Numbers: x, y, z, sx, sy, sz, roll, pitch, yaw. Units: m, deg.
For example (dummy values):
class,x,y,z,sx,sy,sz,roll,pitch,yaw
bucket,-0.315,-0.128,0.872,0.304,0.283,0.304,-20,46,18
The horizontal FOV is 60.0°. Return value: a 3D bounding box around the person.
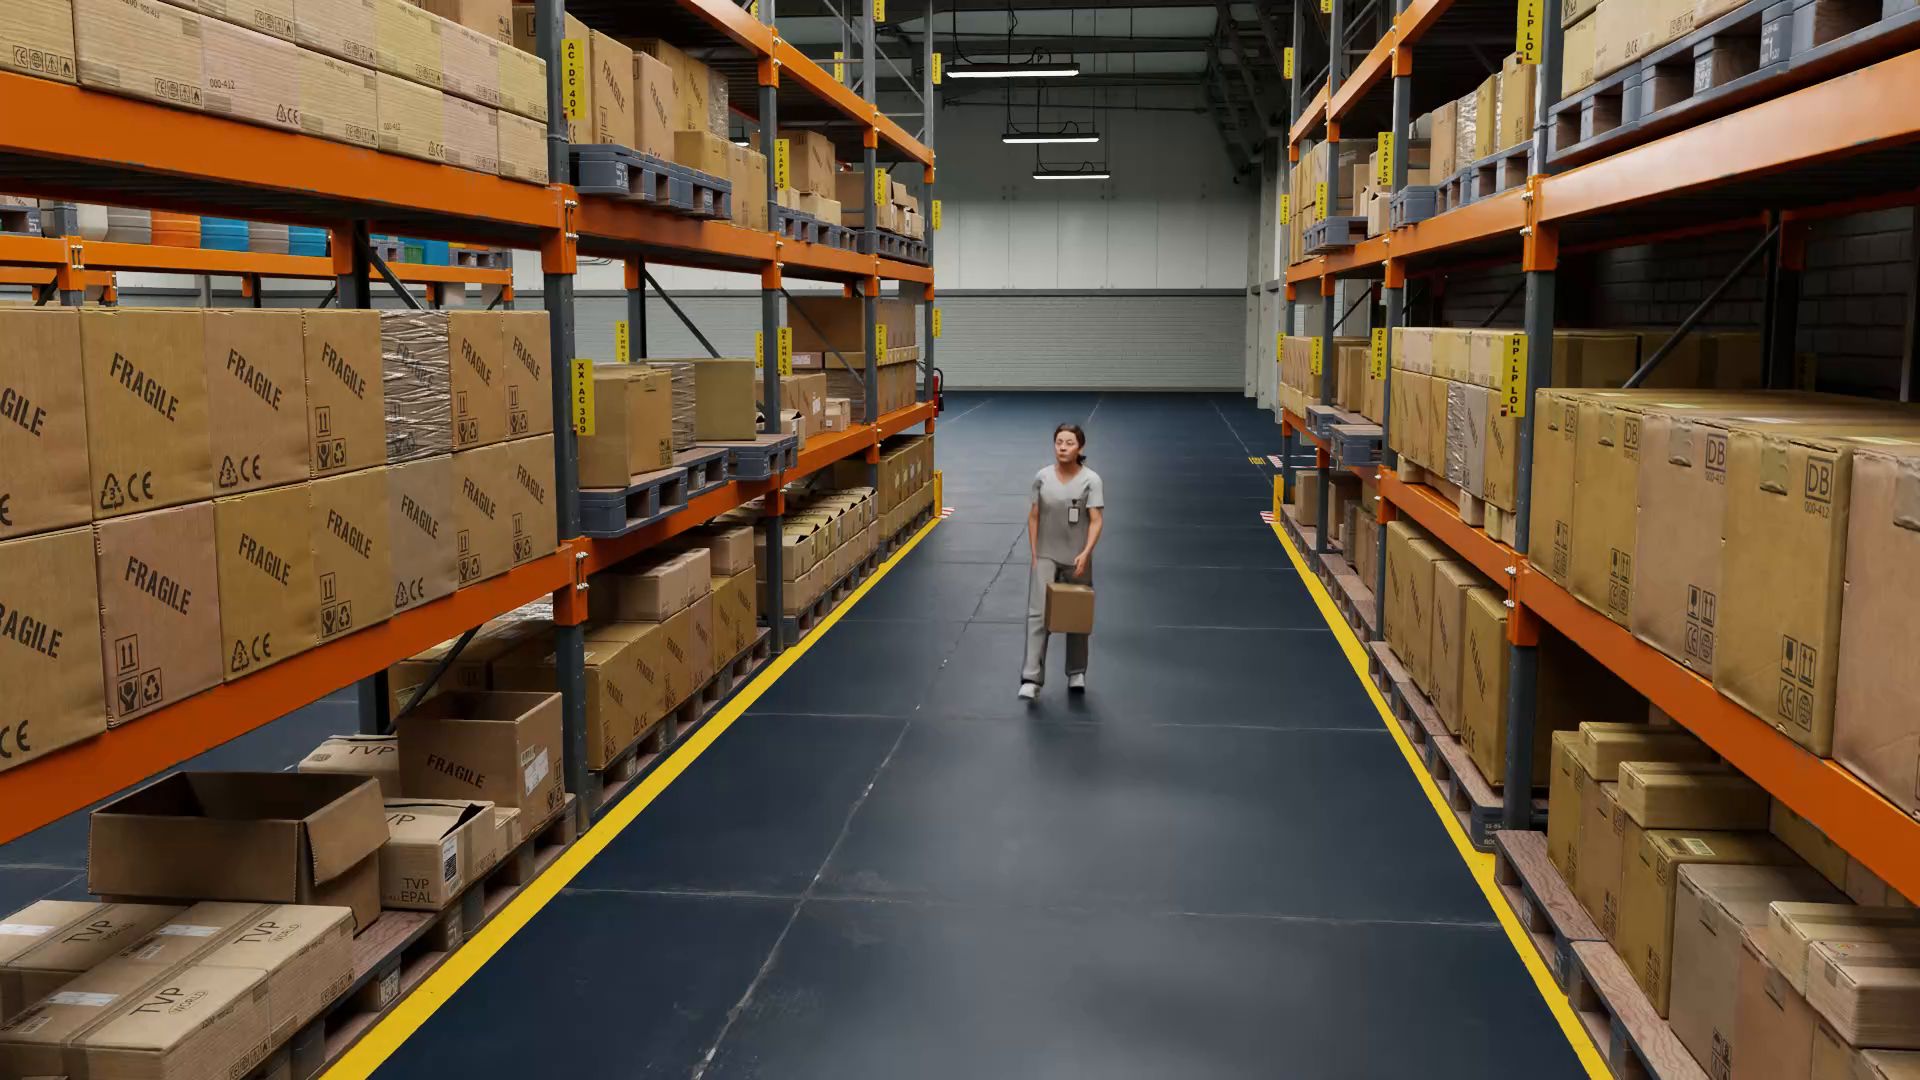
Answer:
class,x,y,z,sx,sy,sz,roll,pitch,yaw
person,0.619,0.125,9.888,0.472,1.633,0.896,2,8,12
